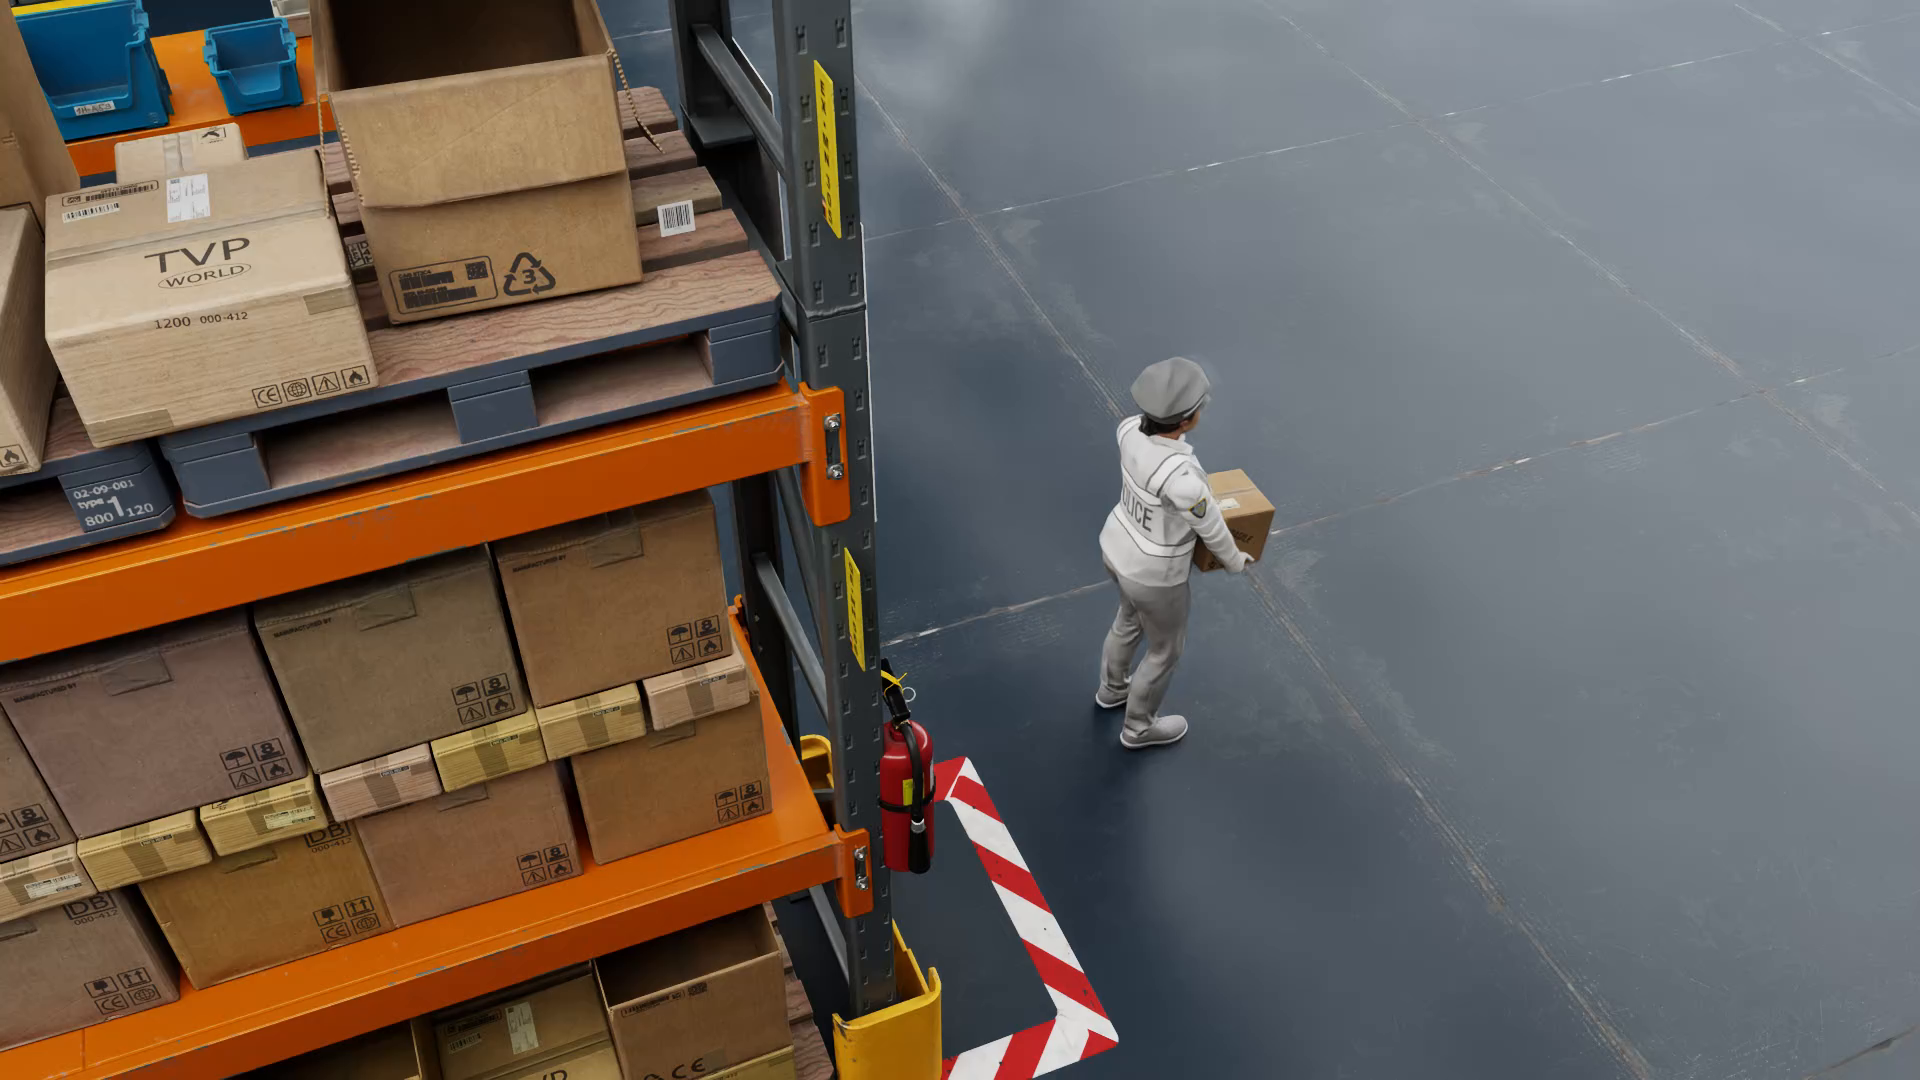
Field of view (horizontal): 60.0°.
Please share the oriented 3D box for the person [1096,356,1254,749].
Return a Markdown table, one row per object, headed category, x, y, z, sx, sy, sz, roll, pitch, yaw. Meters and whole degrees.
| category | x | y | z | sx | sy | sz | roll | pitch | yaw |
| --- | --- | --- | --- | --- | --- | --- | --- | --- | --- |
| person | 0.774 | 0.051 | 6.096 | 0.528 | 1.682 | 0.417 | -16 | 44 | -17 |
